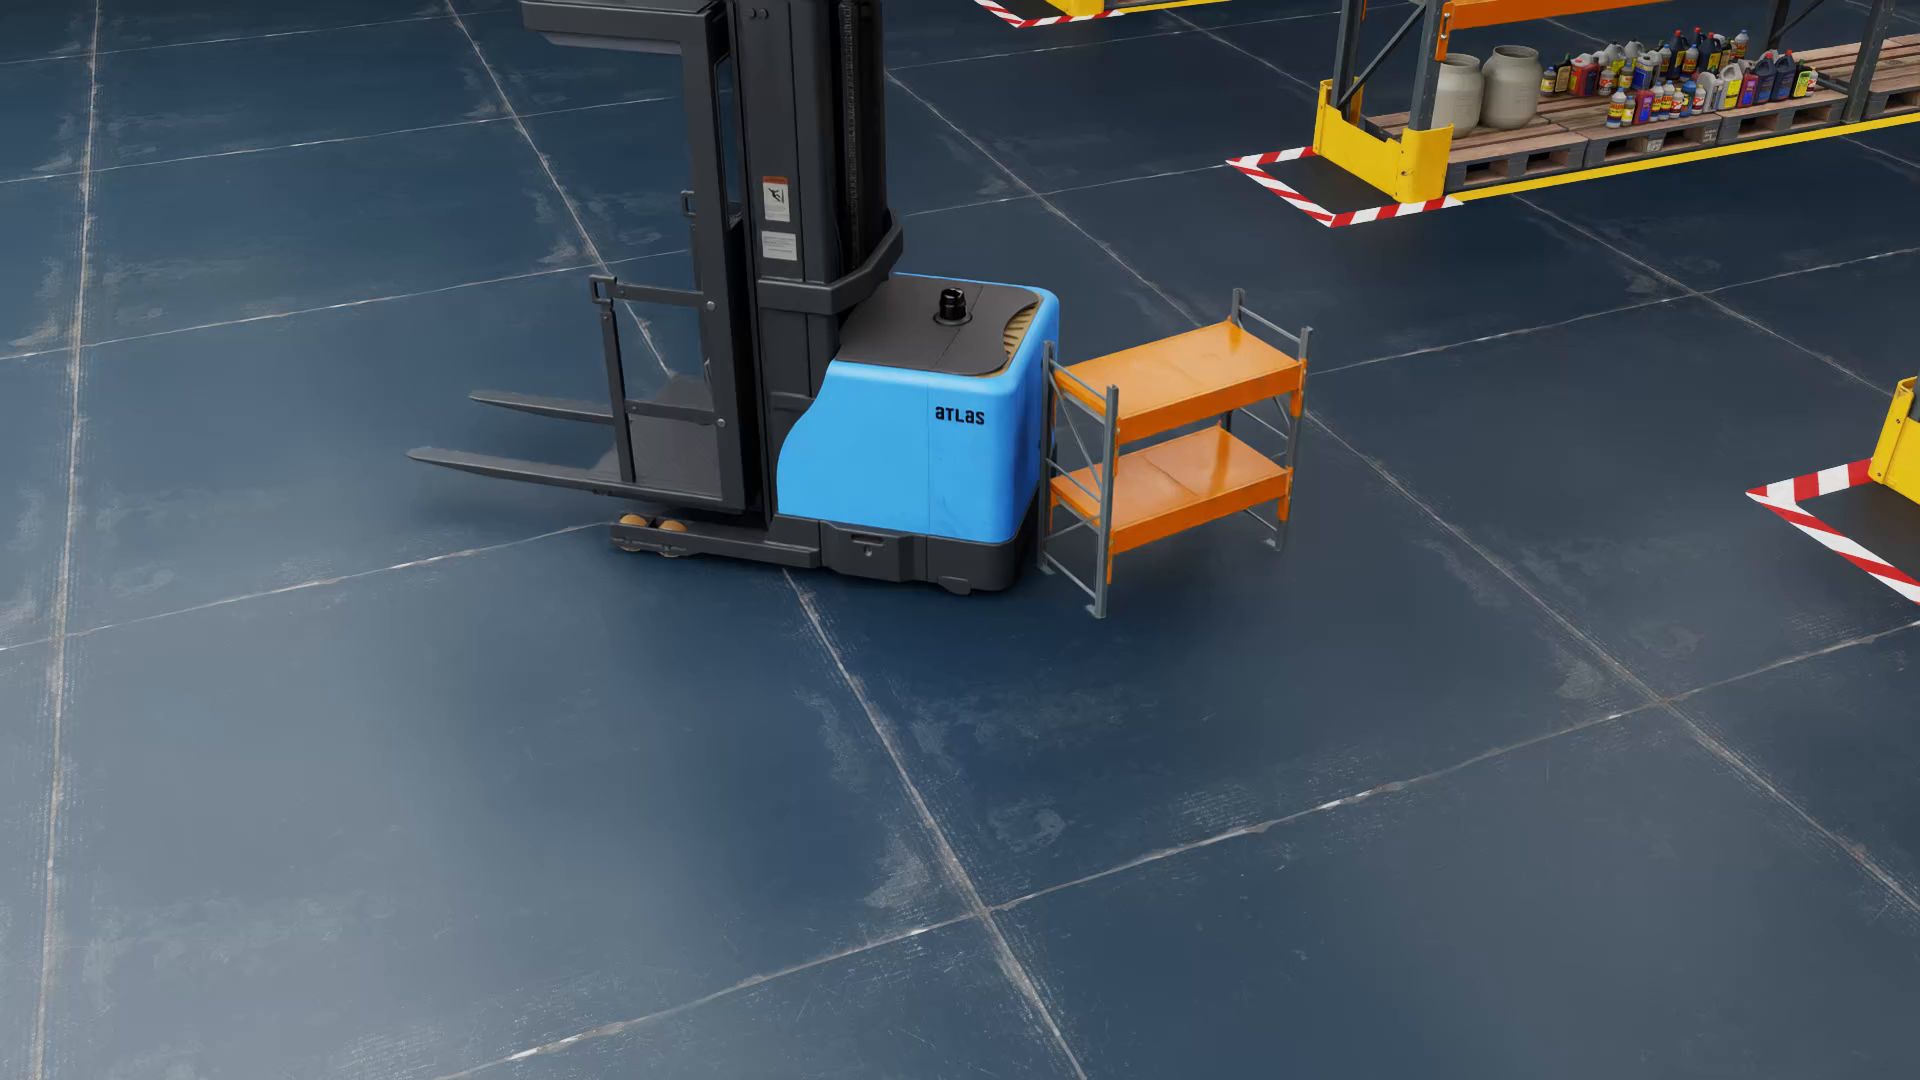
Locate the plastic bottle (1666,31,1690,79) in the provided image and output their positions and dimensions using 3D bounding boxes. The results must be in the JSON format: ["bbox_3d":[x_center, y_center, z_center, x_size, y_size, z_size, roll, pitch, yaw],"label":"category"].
[{"bbox_3d":[5.488,-3.728,12.755,0.185,0.351,0.144,-14,36,-21],"label":"plastic bottle"}]

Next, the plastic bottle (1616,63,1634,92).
[{"bbox_3d":[5.012,-3.485,12.518,0.097,0.201,0.097,0,33,0],"label":"plastic bottle"}]

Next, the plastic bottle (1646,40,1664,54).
[{"bbox_3d":[5.320,-3.686,12.752,0.133,0.283,0.061,-11,35,-17],"label":"plastic bottle"}]

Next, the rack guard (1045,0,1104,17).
[{"bbox_3d":[0.942,-5.250,15.360,0.348,0.500,1.175,-13,35,-19],"label":"rack guard"}]

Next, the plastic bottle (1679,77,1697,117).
[{"bbox_3d":[5.266,-3.214,12.038,0.097,0.271,0.097,0,33,0],"label":"plastic bottle"}]

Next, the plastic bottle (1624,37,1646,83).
[{"bbox_3d":[5.096,-3.638,12.617,0.185,0.351,0.144,-13,35,-19],"label":"plastic bottle"}]

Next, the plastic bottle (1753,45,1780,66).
[{"bbox_3d":[6.029,-3.521,12.437,0.185,0.351,0.144,-13,35,-19],"label":"plastic bottle"}]

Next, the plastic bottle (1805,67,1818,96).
[{"bbox_3d":[6.353,-3.434,12.439,0.097,0.201,0.097,0,33,0],"label":"plastic bottle"}]

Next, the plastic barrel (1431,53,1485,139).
[{"bbox_3d":[3.456,-3.122,11.693,0.421,0.512,0.421,0,33,0],"label":"plastic barrel"}]

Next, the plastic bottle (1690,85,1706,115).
[{"bbox_3d":[5.360,-3.206,12.090,0.097,0.201,0.097,0,33,0],"label":"plastic bottle"}]

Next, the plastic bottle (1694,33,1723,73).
[{"bbox_3d":[5.718,-3.695,12.704,0.185,0.351,0.144,-13,35,-19],"label":"plastic bottle"}]

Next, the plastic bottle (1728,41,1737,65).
[{"bbox_3d":[6.010,-3.799,13.000,0.097,0.201,0.097,0,33,0],"label":"plastic bottle"}]

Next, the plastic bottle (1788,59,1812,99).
[{"bbox_3d":[6.251,-3.434,12.364,0.133,0.283,0.061,-11,35,-17],"label":"plastic bottle"}]

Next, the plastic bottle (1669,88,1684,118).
[{"bbox_3d":[5.171,-3.163,12.023,0.097,0.201,0.097,0,33,0],"label":"plastic bottle"}]

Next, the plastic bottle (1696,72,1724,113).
[{"bbox_3d":[5.458,-3.276,12.129,0.135,0.276,0.152,-12,35,-18],"label":"plastic bottle"}]

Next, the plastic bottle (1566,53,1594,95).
[{"bbox_3d":[4.645,-3.501,12.475,0.135,0.276,0.152,-13,35,-19],"label":"plastic bottle"}]

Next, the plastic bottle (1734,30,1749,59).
[{"bbox_3d":[6.103,-3.849,13.014,0.097,0.271,0.097,0,33,0],"label":"plastic bottle"}]

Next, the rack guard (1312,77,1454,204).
[{"bbox_3d":[2.931,-2.803,11.599,0.348,0.500,1.175,-13,35,-19],"label":"rack guard"}]

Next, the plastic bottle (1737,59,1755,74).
[{"bbox_3d":[5.827,-3.446,12.390,0.135,0.276,0.152,-13,35,-19],"label":"plastic bottle"}]

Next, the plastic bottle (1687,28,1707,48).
[{"bbox_3d":[5.662,-3.768,12.816,0.185,0.351,0.144,-12,35,-18],"label":"plastic bottle"}]

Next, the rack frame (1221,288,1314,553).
[{"bbox_3d":[1.360,-0.534,7.539,0.032,1.125,0.500,-18,37,-26],"label":"rack frame"}]

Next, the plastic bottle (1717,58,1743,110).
[{"bbox_3d":[5.610,-3.340,12.158,0.185,0.351,0.144,-13,35,-19],"label":"plastic bottle"}]

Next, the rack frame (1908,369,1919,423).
[{"bbox_3d":[4.796,-1.320,7.029,0.127,3.000,1.000,-13,35,-19],"label":"rack frame"}]

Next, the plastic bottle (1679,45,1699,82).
[{"bbox_3d":[5.575,-3.643,12.697,0.097,0.271,0.097,0,33,0],"label":"plastic bottle"}]

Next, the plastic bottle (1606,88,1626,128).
[{"bbox_3d":[4.671,-3.078,11.828,0.097,0.271,0.097,0,33,0],"label":"plastic bottle"}]

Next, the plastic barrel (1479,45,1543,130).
[{"bbox_3d":[3.918,-3.227,11.856,0.421,0.512,0.421,0,33,0],"label":"plastic barrel"}]

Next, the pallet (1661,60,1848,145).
[{"bbox_3d":[5.931,-3.366,12.729,1.213,0.211,1.003,-13,35,-19],"label":"pallet"}]

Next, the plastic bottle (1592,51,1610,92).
[{"bbox_3d":[4.773,-3.531,12.520,0.135,0.276,0.152,-14,36,-20],"label":"plastic bottle"}]

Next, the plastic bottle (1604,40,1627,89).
[{"bbox_3d":[4.924,-3.599,12.556,0.185,0.351,0.144,-11,35,-17],"label":"plastic bottle"}]

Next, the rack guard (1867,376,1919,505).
[{"bbox_3d":[4.866,-0.289,7.735,0.348,0.500,1.175,-13,35,-19],"label":"rack guard"}]

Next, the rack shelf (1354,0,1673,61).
[{"bbox_3d":[4.723,-3.932,11.702,4.000,0.370,1.077,-13,35,-19],"label":"rack shelf"}]

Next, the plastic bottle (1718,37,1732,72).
[{"bbox_3d":[5.858,-3.719,12.803,0.133,0.283,0.061,-13,35,-19],"label":"plastic bottle"}]

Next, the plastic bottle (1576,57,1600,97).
[{"bbox_3d":[4.687,-3.451,12.391,0.133,0.283,0.061,-13,35,-19],"label":"plastic bottle"}]

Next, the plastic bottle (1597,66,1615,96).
[{"bbox_3d":[4.839,-3.441,12.450,0.097,0.201,0.097,0,33,0],"label":"plastic bottle"}]

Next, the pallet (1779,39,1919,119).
[{"bbox_3d":[7.276,-3.672,13.200,1.213,0.211,1.003,-13,35,-19],"label":"pallet"}]

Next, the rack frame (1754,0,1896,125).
[{"bbox_3d":[6.567,-4.655,12.155,0.127,3.000,1.000,-13,35,-19],"label":"rack frame"}]

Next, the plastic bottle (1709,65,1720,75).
[{"bbox_3d":[5.546,-3.358,12.247,0.133,0.283,0.061,-13,35,-19],"label":"plastic bottle"}]

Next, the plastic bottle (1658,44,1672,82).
[{"bbox_3d":[5.367,-3.645,12.700,0.097,0.271,0.097,0,33,0],"label":"plastic bottle"}]

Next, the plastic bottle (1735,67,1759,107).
[{"bbox_3d":[5.774,-3.325,12.196,0.133,0.283,0.061,-11,35,-16],"label":"plastic bottle"}]

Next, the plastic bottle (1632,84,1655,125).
[{"bbox_3d":[4.887,-3.121,11.884,0.133,0.283,0.061,-12,35,-18],"label":"plastic bottle"}]

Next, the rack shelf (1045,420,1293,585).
[{"bbox_3d":[0.926,-0.185,7.451,1.000,0.278,0.538,-18,37,-26],"label":"rack shelf"}]

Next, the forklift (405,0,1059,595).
[{"bbox_3d":[-1.112,-1.417,7.240,3.031,2.935,1.130,8,34,12],"label":"forklift"}]

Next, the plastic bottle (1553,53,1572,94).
[{"bbox_3d":[4.503,-3.499,12.464,0.133,0.283,0.061,-12,35,-18],"label":"plastic bottle"}]

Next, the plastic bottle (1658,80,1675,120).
[{"bbox_3d":[5.079,-3.171,11.972,0.097,0.271,0.097,0,33,0],"label":"plastic bottle"}]

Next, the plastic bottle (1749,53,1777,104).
[{"bbox_3d":[5.908,-3.408,12.263,0.185,0.351,0.144,-15,36,-21],"label":"plastic bottle"}]

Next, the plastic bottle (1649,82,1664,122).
[{"bbox_3d":[4.987,-3.150,11.939,0.097,0.271,0.097,0,33,0],"label":"plastic bottle"}]

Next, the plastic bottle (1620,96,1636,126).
[{"bbox_3d":[4.766,-3.070,11.881,0.097,0.201,0.097,0,33,0],"label":"plastic bottle"}]

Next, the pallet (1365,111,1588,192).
[{"bbox_3d":[3.682,-2.851,11.938,1.213,0.211,1.003,-13,35,-19],"label":"pallet"}]

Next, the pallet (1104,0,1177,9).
[{"bbox_3d":[1.653,-5.316,15.727,1.213,0.211,1.003,-13,35,-19],"label":"pallet"}]

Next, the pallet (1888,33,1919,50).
[{"bbox_3d":[8.402,-3.932,13.599,1.213,0.211,1.003,-13,35,-19],"label":"pallet"}]

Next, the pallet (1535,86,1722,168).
[{"bbox_3d":[4.805,-3.106,12.330,1.213,0.211,1.003,-13,35,-19],"label":"pallet"}]

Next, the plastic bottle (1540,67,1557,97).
[{"bbox_3d":[4.402,-3.431,12.435,0.097,0.201,0.097,0,33,0],"label":"plastic bottle"}]

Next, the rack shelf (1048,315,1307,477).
[{"bbox_3d":[0.926,-0.635,7.158,1.000,0.278,0.538,-18,37,-26],"label":"rack shelf"}]

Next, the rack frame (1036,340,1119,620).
[{"bbox_3d":[0.492,-0.246,7.097,0.032,1.125,0.500,-18,37,-26],"label":"rack frame"}]

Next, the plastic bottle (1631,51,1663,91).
[{"bbox_3d":[5.176,-3.538,12.531,0.135,0.276,0.152,-13,35,-19],"label":"plastic bottle"}]

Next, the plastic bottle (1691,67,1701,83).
[{"bbox_3d":[5.417,-3.333,12.209,0.133,0.283,0.061,-13,35,-19],"label":"plastic bottle"}]

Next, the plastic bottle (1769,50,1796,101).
[{"bbox_3d":[6.085,-3.449,12.325,0.185,0.351,0.144,-14,36,-20],"label":"plastic bottle"}]

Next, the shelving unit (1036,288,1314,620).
[{"bbox_3d":[0.926,-0.390,7.318,1.048,1.125,0.538,-18,37,-26],"label":"shelving unit"}]

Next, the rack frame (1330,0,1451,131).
[{"bbox_3d":[2.879,-3.811,10.857,0.127,3.000,1.000,-13,35,-19],"label":"rack frame"}]

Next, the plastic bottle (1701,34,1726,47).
[{"bbox_3d":[5.816,-3.769,12.887,0.135,0.276,0.152,-12,35,-17],"label":"plastic bottle"}]
